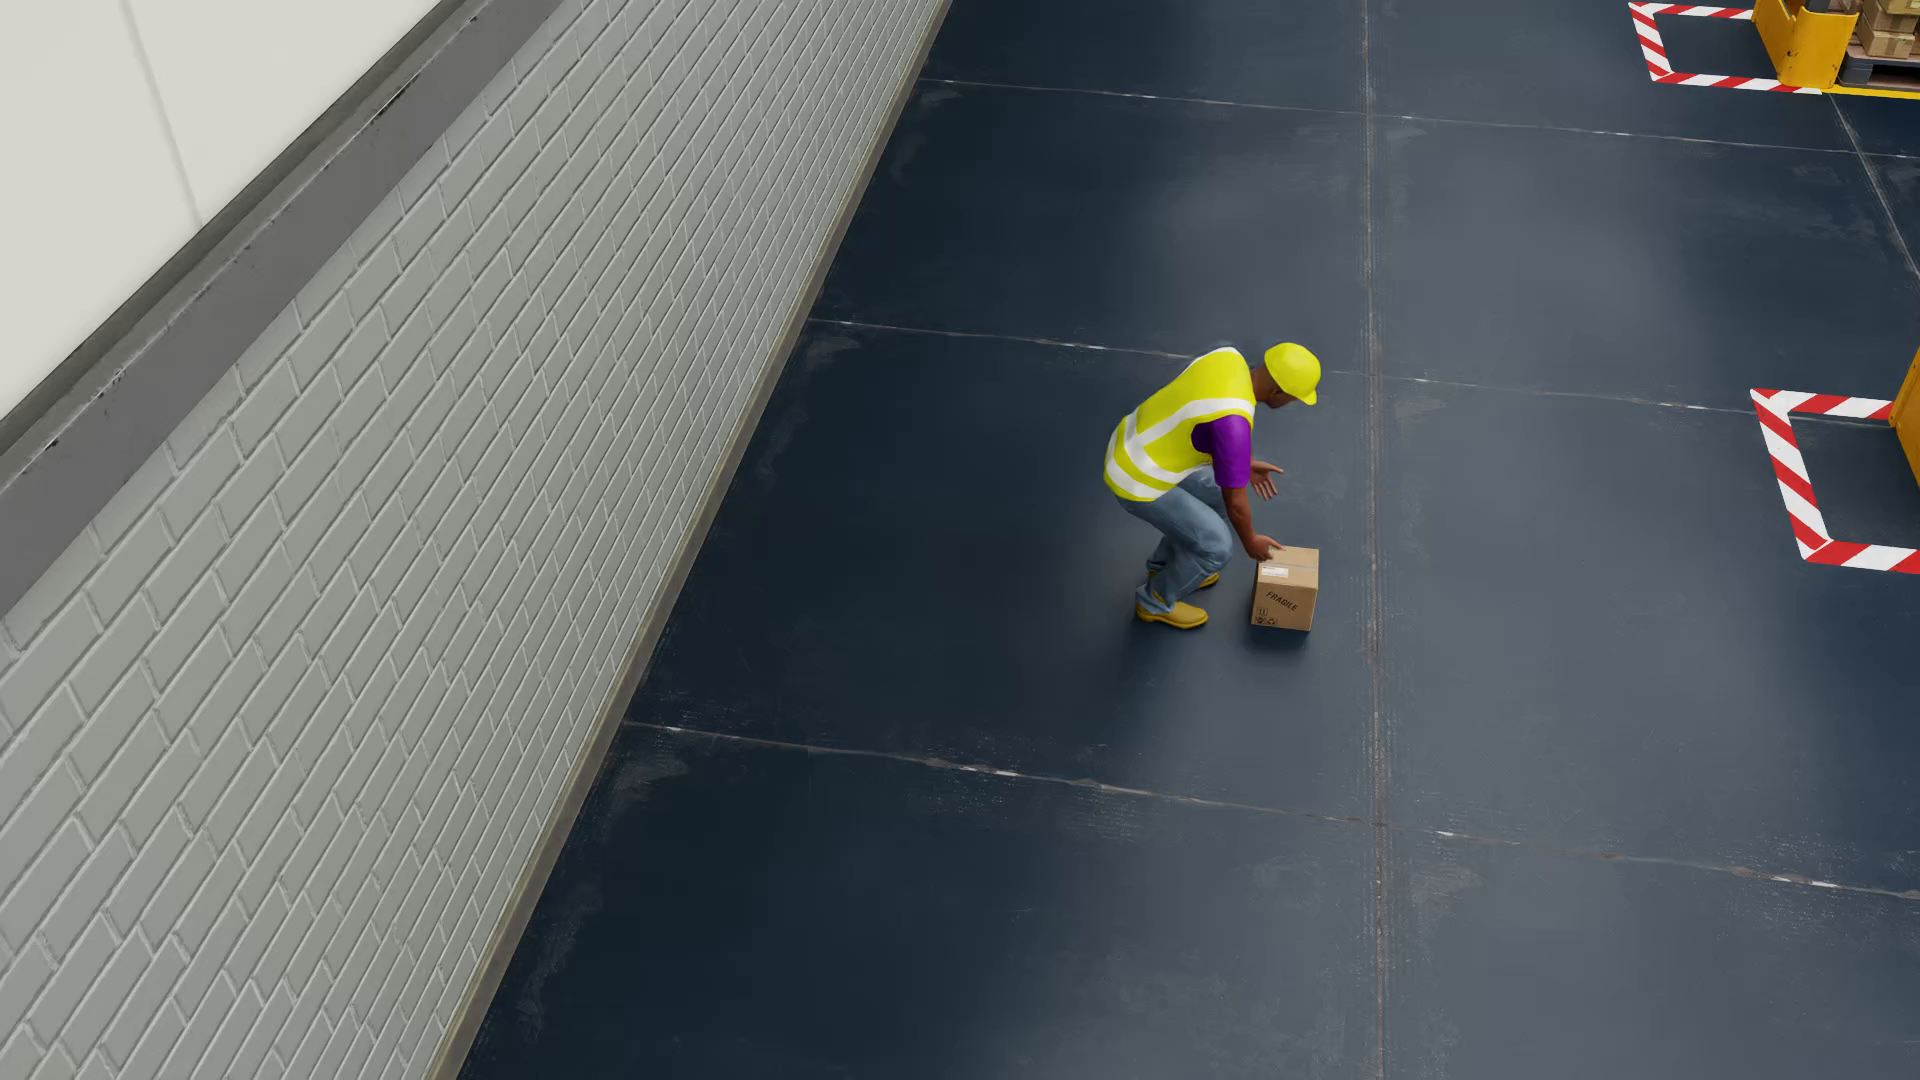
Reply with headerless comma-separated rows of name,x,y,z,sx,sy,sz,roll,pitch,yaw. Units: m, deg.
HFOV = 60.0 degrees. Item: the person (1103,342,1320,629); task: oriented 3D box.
person,0.994,-0.272,6.811,0.805,1.313,0.629,7,41,8
